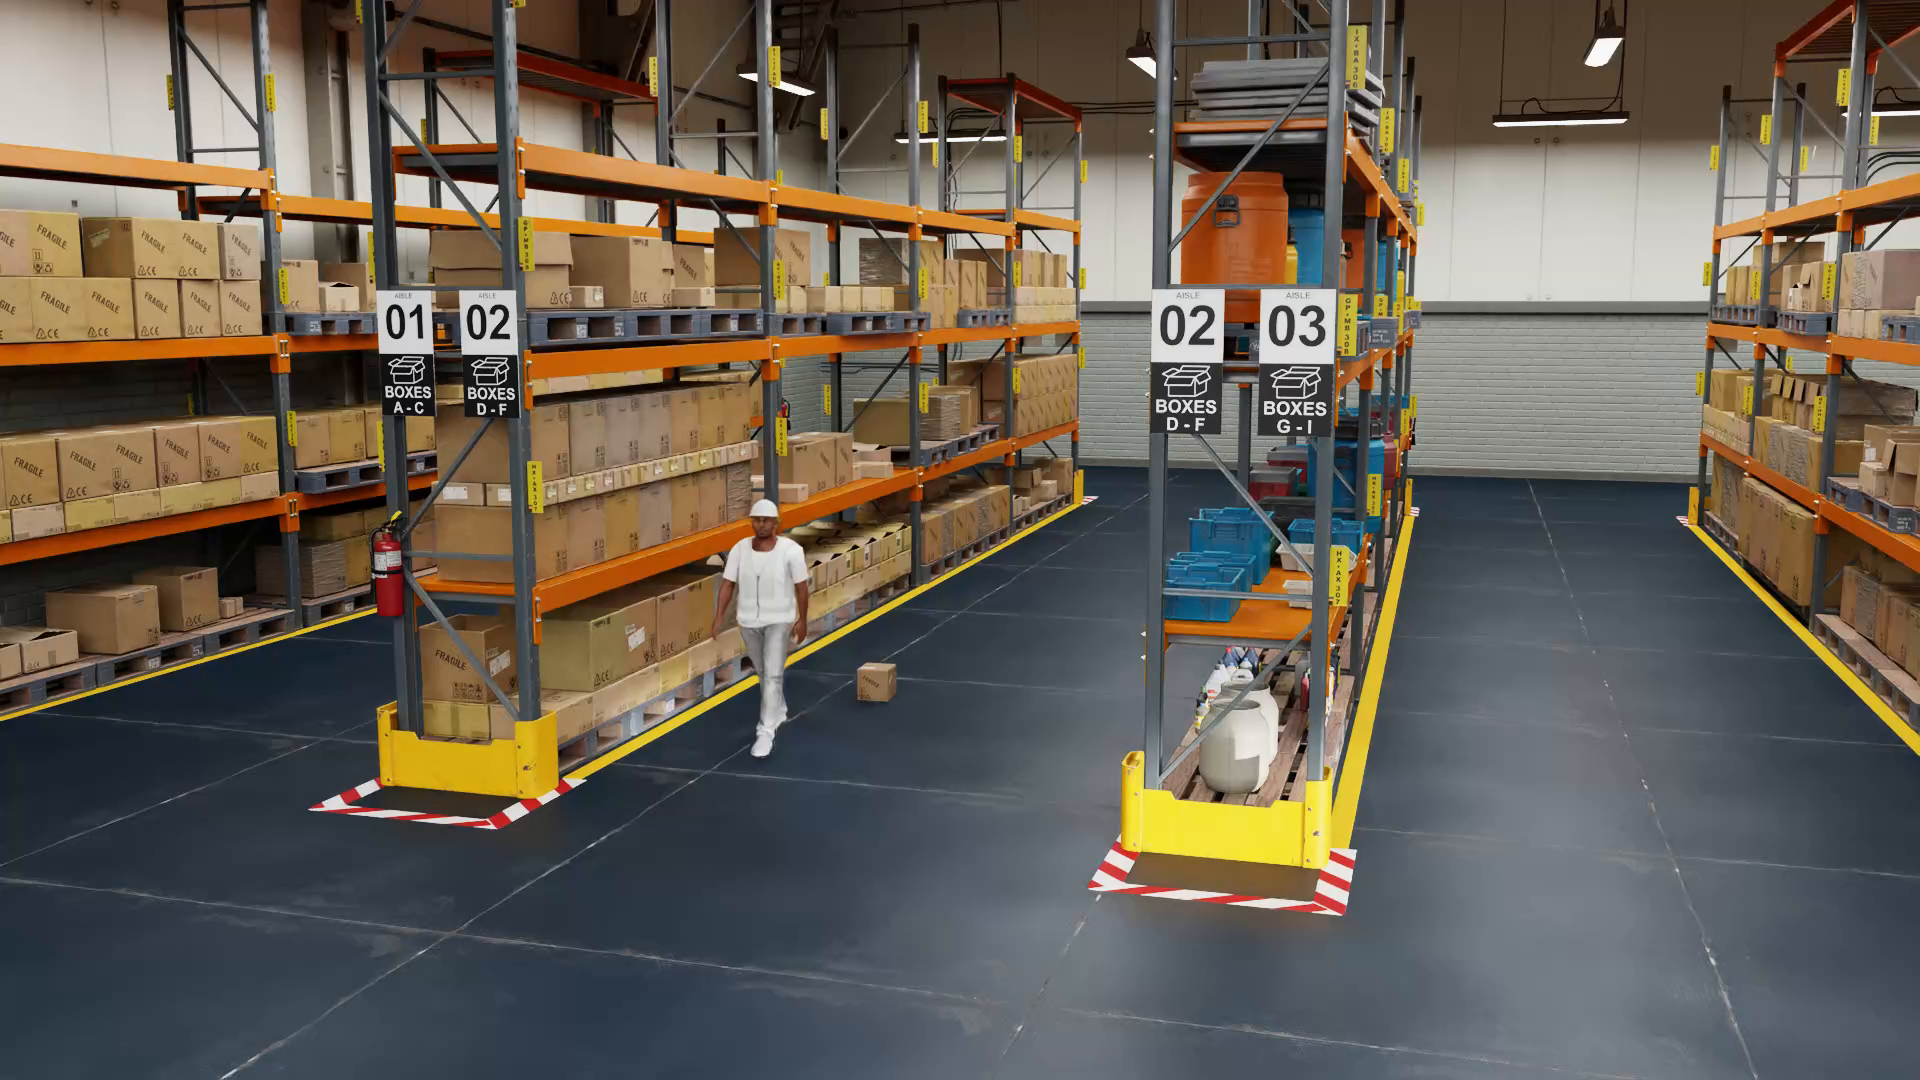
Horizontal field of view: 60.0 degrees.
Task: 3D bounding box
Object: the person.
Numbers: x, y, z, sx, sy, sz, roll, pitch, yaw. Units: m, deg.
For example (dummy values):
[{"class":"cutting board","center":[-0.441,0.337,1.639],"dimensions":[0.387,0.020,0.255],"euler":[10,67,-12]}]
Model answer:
[{"class":"person","center":[-1.411,0.568,11.721],"dimensions":[0.585,1.706,1.012],"euler":[2,9,15]}]
